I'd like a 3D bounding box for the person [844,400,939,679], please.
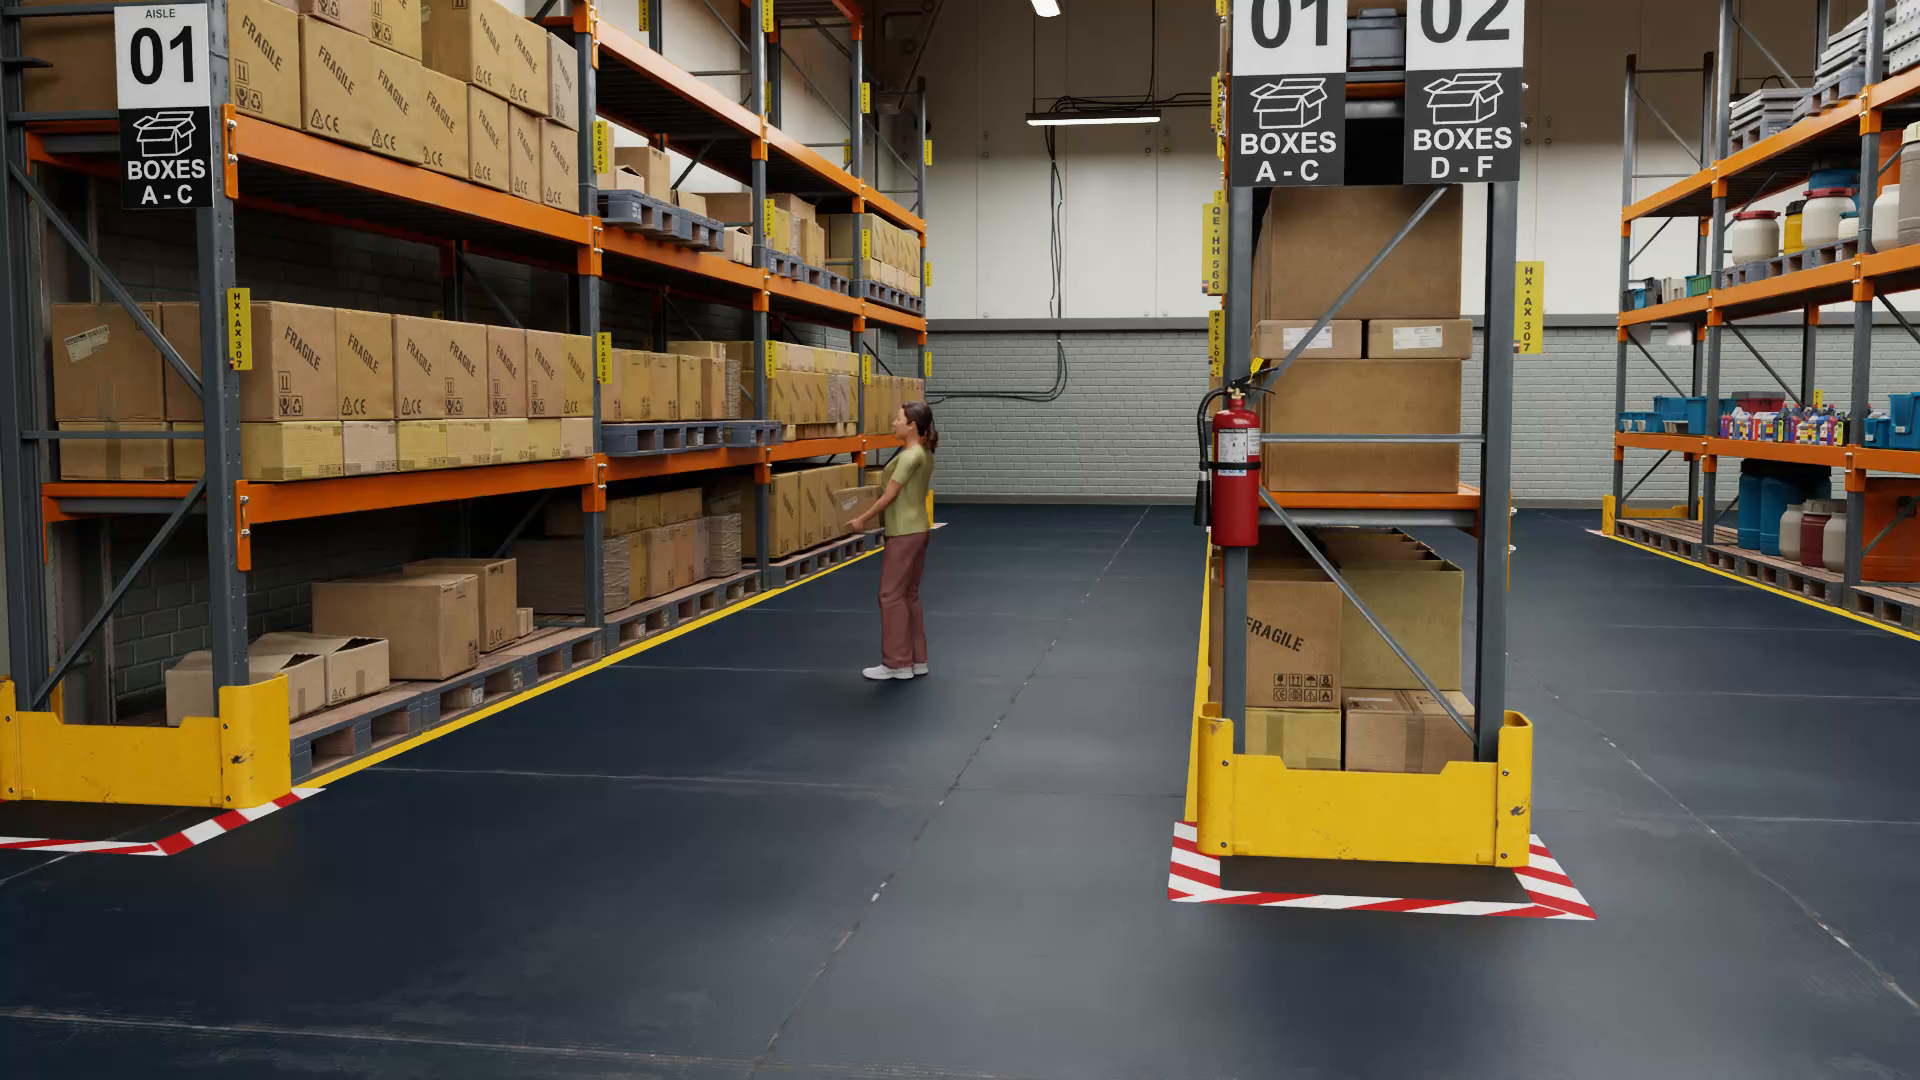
[{"bbox_3d":[-0.393,-0.003,9.980,0.558,1.664,0.423,1,5,10],"label":"person"}]
